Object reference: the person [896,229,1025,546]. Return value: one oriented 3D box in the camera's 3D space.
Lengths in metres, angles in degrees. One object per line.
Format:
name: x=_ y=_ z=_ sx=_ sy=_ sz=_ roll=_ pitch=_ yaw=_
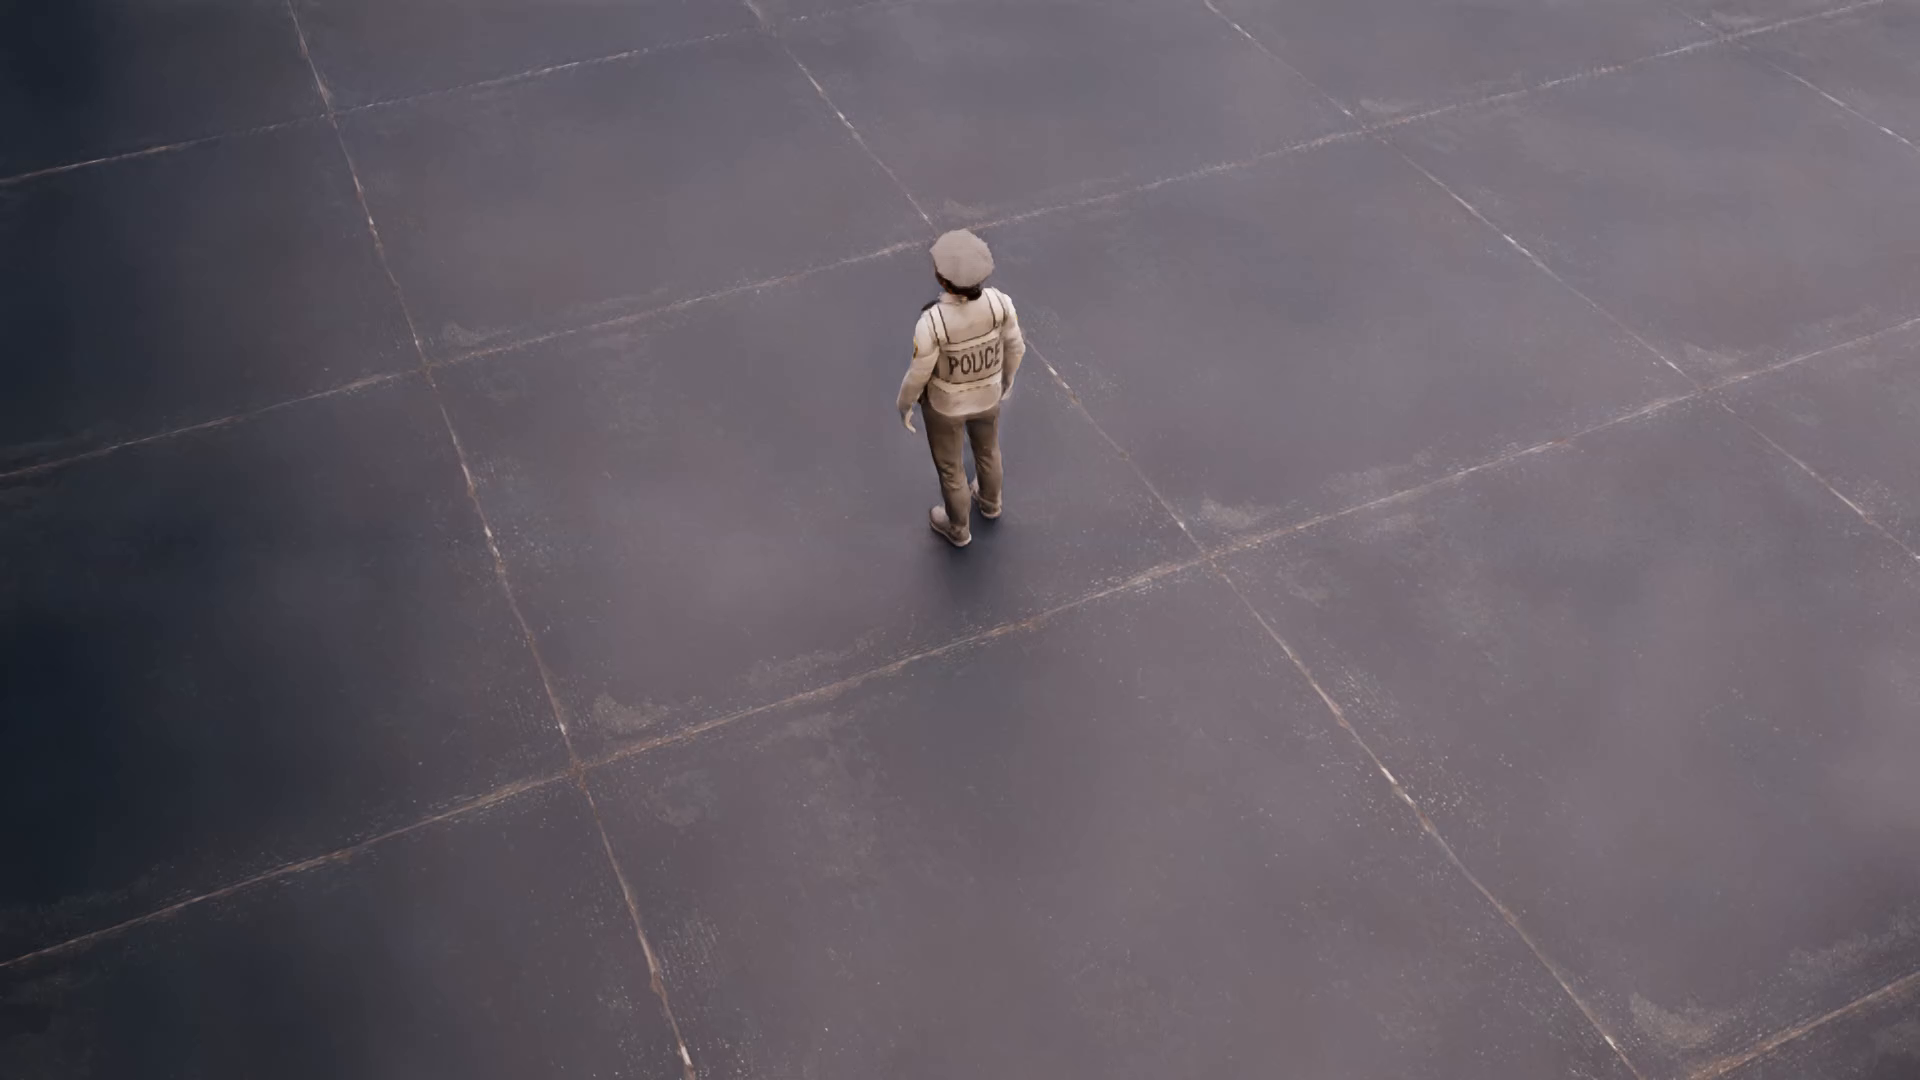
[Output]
person: x=-0.022 y=-0.669 z=7.292 sx=0.586 sy=1.695 sz=0.532 roll=-18 pitch=46 yaw=-18
